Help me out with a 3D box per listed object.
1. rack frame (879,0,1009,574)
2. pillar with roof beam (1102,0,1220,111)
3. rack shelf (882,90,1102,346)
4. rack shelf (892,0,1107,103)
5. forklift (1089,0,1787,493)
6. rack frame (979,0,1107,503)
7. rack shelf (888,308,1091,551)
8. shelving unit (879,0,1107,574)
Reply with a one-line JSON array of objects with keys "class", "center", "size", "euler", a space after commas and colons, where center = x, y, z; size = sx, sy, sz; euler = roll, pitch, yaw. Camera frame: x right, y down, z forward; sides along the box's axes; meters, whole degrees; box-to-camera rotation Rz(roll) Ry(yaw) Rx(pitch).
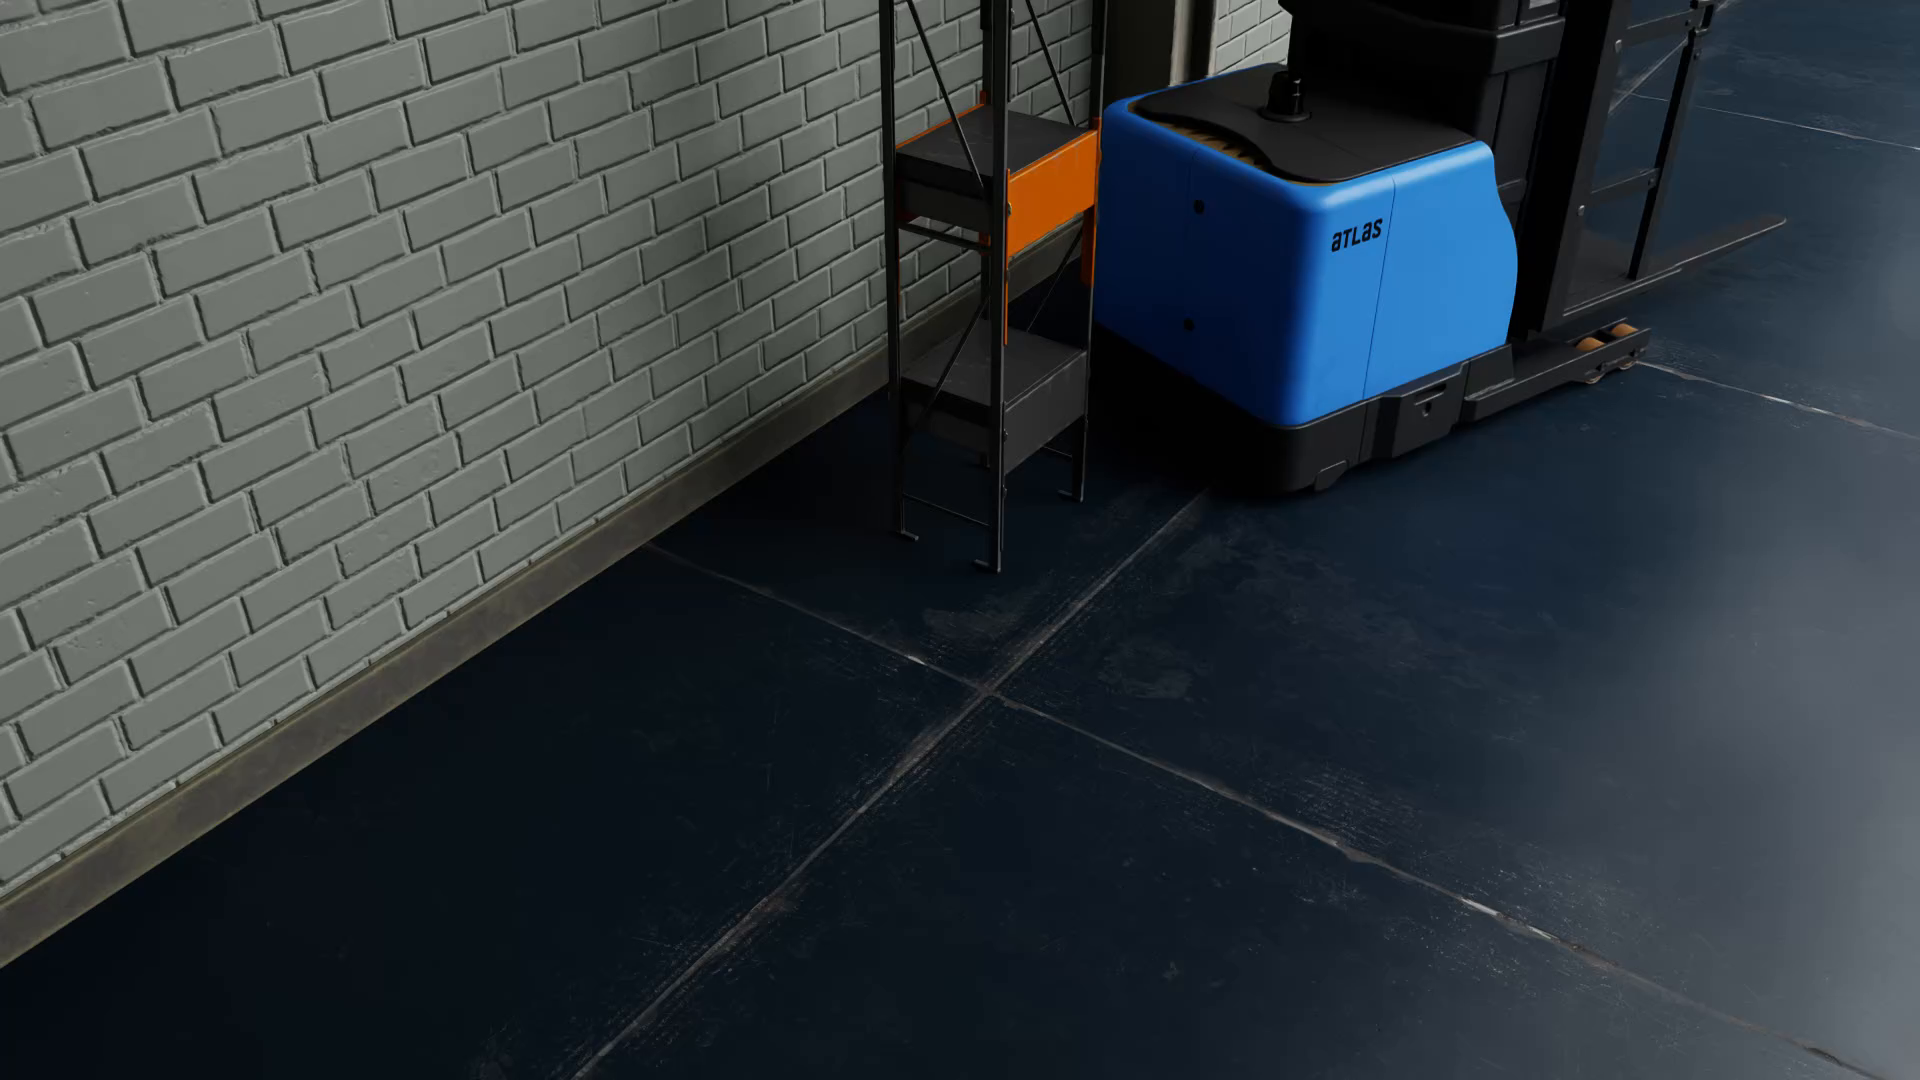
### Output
[{"class": "rack frame", "center": [-0.045, -0.834, 4.608], "size": [0.400, 2.100, 0.015], "euler": [21, 39, 28]}, {"class": "pillar with roof beam", "center": [4.356, -3.690, 2.673], "size": [9.100, 9.000, 0.400], "euler": [21, 39, 28]}, {"class": "rack shelf", "center": [0.094, -0.935, 4.782], "size": [0.431, 0.518, 0.480], "euler": [21, 39, 28]}, {"class": "rack shelf", "center": [0.094, -1.515, 4.390], "size": [0.431, 0.518, 0.480], "euler": [21, 39, 28]}, {"class": "forklift", "center": [1.945, -2.007, 5.602], "size": [3.031, 2.935, 1.130], "euler": [-21, 39, -28]}, {"class": "rack frame", "center": [0.234, -1.058, 4.940], "size": [0.400, 2.100, 0.015], "euler": [21, 39, 28]}, {"class": "rack shelf", "center": [0.094, -0.355, 5.174], "size": [0.431, 0.518, 0.480], "euler": [21, 39, 28]}, {"class": "shelving unit", "center": [0.094, -0.946, 4.774], "size": [0.431, 2.100, 0.503], "euler": [21, 39, 28]}]
